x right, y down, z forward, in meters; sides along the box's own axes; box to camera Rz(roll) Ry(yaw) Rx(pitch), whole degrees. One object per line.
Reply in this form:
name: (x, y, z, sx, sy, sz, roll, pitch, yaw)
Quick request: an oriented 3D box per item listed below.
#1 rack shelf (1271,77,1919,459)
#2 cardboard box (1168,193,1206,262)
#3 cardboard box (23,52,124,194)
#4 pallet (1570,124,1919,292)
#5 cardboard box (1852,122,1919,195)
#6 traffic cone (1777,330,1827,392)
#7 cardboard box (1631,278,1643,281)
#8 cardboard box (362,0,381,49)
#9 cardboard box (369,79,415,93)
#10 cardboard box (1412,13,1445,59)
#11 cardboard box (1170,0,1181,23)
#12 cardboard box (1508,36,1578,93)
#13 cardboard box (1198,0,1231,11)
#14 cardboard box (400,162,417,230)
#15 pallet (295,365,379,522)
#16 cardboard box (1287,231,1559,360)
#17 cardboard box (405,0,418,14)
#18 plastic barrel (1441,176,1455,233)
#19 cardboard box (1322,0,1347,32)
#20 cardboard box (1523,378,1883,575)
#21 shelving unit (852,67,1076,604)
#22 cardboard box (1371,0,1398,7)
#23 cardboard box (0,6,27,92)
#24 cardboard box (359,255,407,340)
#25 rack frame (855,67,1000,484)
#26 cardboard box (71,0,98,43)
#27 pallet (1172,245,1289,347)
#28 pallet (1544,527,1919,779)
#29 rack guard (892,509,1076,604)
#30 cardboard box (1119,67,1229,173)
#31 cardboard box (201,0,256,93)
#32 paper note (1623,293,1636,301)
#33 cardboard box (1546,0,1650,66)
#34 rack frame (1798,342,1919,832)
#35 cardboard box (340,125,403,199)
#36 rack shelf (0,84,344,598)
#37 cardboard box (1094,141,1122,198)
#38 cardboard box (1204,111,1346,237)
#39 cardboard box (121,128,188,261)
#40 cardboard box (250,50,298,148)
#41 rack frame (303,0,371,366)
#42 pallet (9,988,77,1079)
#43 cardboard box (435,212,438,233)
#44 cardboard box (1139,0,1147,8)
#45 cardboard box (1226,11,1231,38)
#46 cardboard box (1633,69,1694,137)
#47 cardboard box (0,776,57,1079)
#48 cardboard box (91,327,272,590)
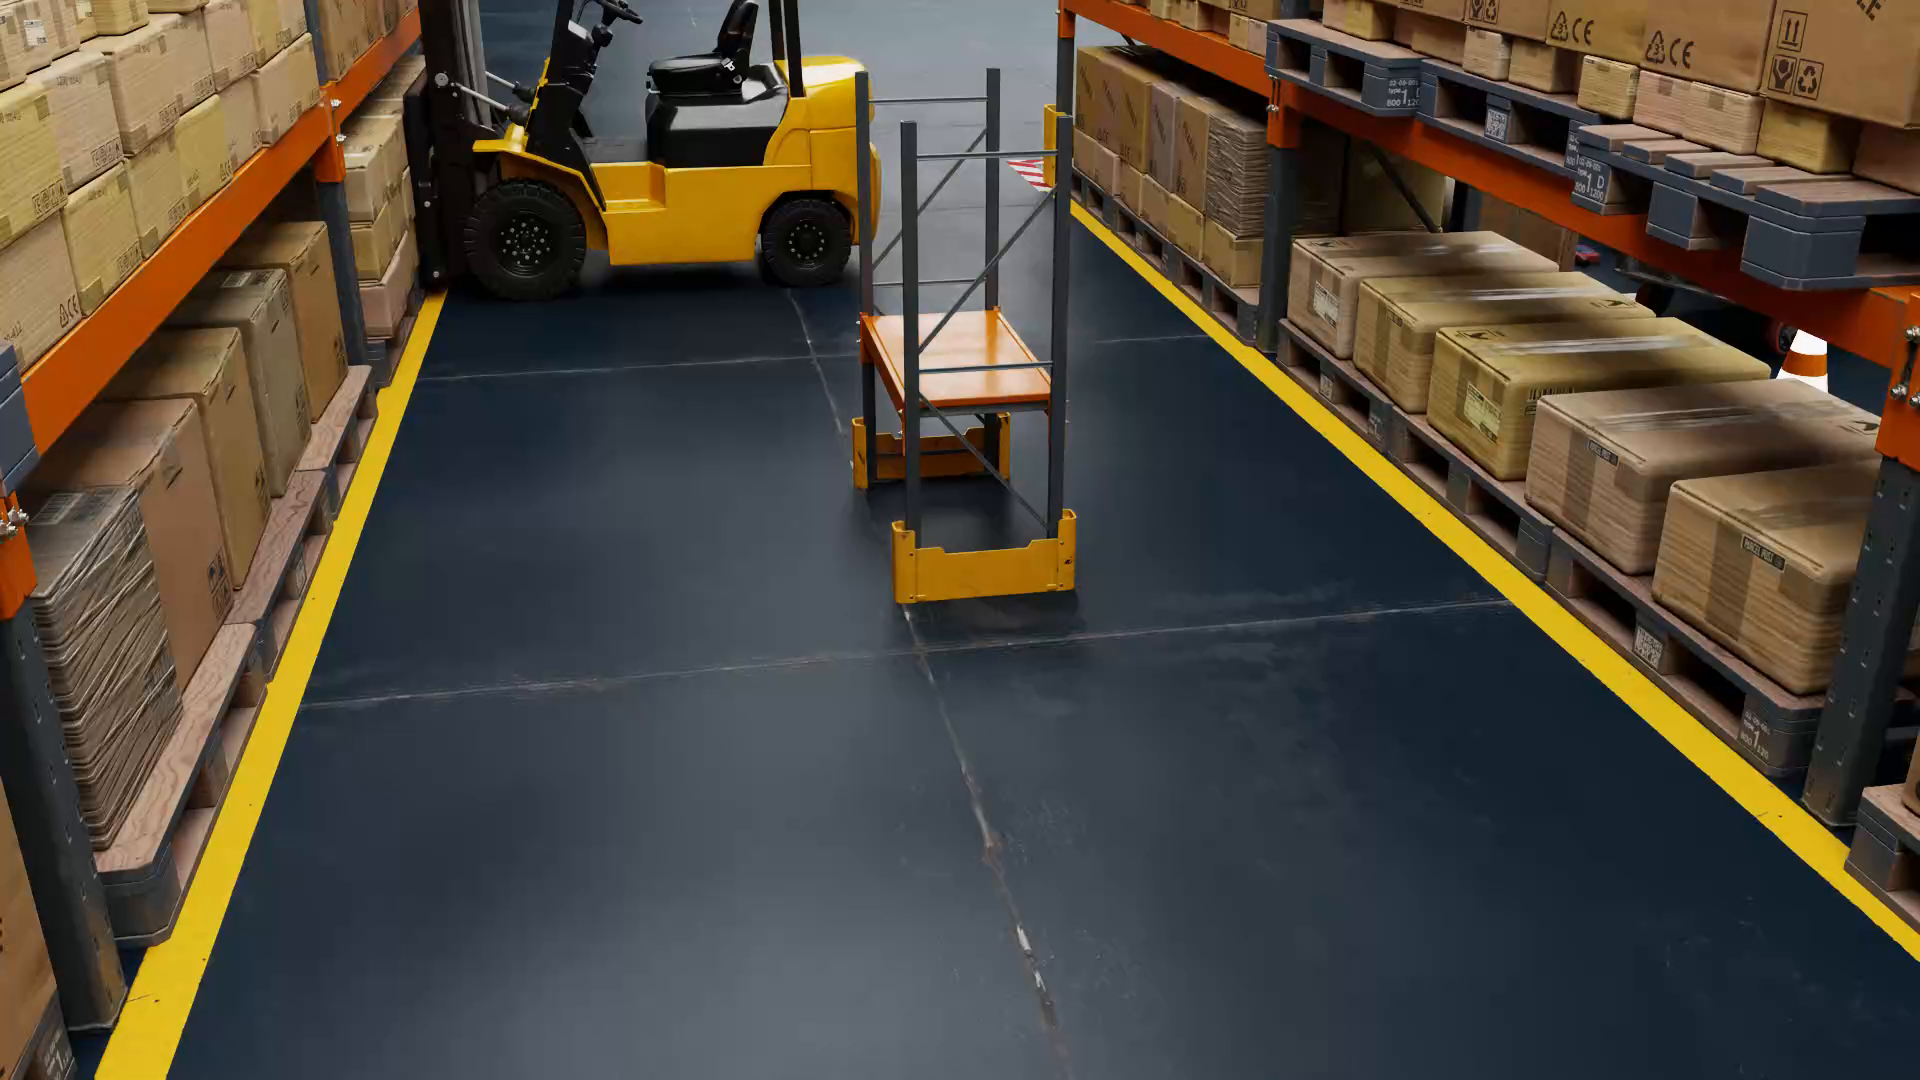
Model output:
rack shelf: (2.259, -1.174, 5.589, 1.077, 0.370, 4.000, -4, 24, -10)
cardboard box: (1.407, -1.644, 8.677, 0.500, 0.250, 0.500, -5, 24, -11)
cardboard box: (-2.182, -0.898, 3.621, 0.500, 0.250, 0.500, -4, 24, -8)
pallet: (2.392, -0.901, 4.306, 1.213, 0.211, 1.003, -4, 24, -10)
cardboard box: (2.337, -0.906, 3.865, 0.380, 0.149, 0.250, -3, 24, -8)
traffic cone: (3.494, -0.744, 6.874, 0.336, 0.463, 0.334, -4, 24, -10)
cardboard box: (3.847, -1.517, 8.891, 0.396, 0.266, 0.258, 18, 29, 36)
cardboard box: (-3.021, -2.564, 7.747, 0.500, 0.500, 0.500, -5, 24, -10)
cardboard box: (-3.133, -2.329, 8.997, 0.500, 0.250, 0.500, -4, 24, -9)
cardboard box: (1.852, -1.818, 5.953, 0.380, 0.149, 0.250, -4, 24, -9)
cardboard box: (1.321, -2.781, 8.684, 0.380, 0.149, 0.250, -5, 24, -11)
cardboard box: (1.972, -1.509, 5.247, 0.380, 0.149, 0.250, -5, 24, -11)
cardboard box: (1.460, -2.831, 7.987, 0.500, 0.500, 0.500, -4, 24, -8)
cardboard box: (-2.951, -1.692, 8.164, 0.500, 0.250, 0.500, -5, 24, -10)
pallet: (-2.814, -0.357, 6.303, 1.003, 0.211, 1.213, -4, 24, -10)
cardboard box: (1.988, -1.072, 7.216, 0.950, 0.372, 0.625, -4, 24, -9)
cardboard box: (-3.292, -3.162, 9.116, 0.500, 0.500, 0.500, -4, 24, -8)
plastic barrel: (3.019, -1.983, 9.760, 0.512, 0.421, 0.421, 13, 27, 27)
cardboard box: (1.681, -2.127, 6.661, 0.380, 0.149, 0.250, -4, 24, -9)
cardboard box: (2.389, -0.218, 5.259, 0.950, 0.372, 0.625, -5, 24, -11)
shelving unit: (-0.014, -0.717, 5.518, 0.587, 1.500, 1.083, -4, 24, -10)
cardboard box: (1.787, -2.262, 6.161, 0.500, 0.500, 0.500, -4, 24, -10)
cardboard box: (-2.069, -0.943, 3.226, 0.380, 0.149, 0.250, -4, 24, -9)
cardboard box: (-2.753, -1.069, 7.360, 0.500, 0.250, 0.500, -4, 24, -9)
rack frame: (-0.110, -0.921, 5.984, 0.500, 1.500, 0.032, -4, 24, -10)
cardboard box: (-2.278, -1.241, 3.908, 0.380, 0.149, 0.250, -4, 24, -9)
pallet: (1.730, -1.274, 8.403, 1.003, 0.211, 1.213, -4, 24, -10)
pallet: (2.485, 0.254, 4.906, 1.003, 0.211, 1.213, -4, 24, -10)
rack guard: (0.078, 0.051, 5.320, 0.587, 0.250, 0.087, -4, 24, -10)
cardboard box: (1.217, -2.389, 9.447, 0.500, 0.500, 0.500, -4, 24, -9)
cardboard box: (-2.455, -1.504, 5.009, 0.500, 0.250, 0.500, -4, 24, -9)
paper note: (3.468, -1.264, 8.607, 0.148, 0.019, 0.142, -4, 24, -10)
cardboard box: (2.070, -1.651, 4.760, 0.500, 0.500, 0.500, -6, 24, -13)
rack frame: (2.629, -0.717, 3.644, 1.000, 3.000, 0.127, -4, 24, -10)
cardboard box: (-2.854, -1.727, 7.619, 0.500, 0.250, 0.500, -4, 24, -10)
rack shelf: (-2.619, -0.805, 4.744, 1.077, 0.370, 4.000, -4, 24, -10)
cardboard box: (1.114, -2.257, 10.080, 0.500, 0.250, 0.500, -3, 24, -8)
cardboard box: (1.516, -1.779, 8.050, 0.500, 0.500, 0.500, -5, 24, -10)
cardboard box: (-2.281, -0.872, 4.187, 0.500, 0.250, 0.500, -5, 24, -11)
cardboard box: (-2.540, -1.476, 5.570, 0.500, 0.250, 0.500, -4, 24, -10)
rack frame: (-2.989, -1.921, 6.401, 1.000, 3.000, 0.127, -4, 24, -10)
pallet: (-2.148, 1.226, 2.678, 1.003, 0.211, 1.213, -4, 24, -10)
cardboard box: (-3.046, -1.669, 8.735, 0.500, 0.250, 0.500, -4, 24, -8)
cardboard box: (1.229, -3.089, 9.388, 0.380, 0.149, 0.250, -3, 24, -8)
cardboard box: (1.505, -2.485, 8.006, 0.380, 0.149, 0.250, -4, 24, -9)
cardboard box: (2.087, -1.201, 4.542, 0.380, 0.149, 0.250, -5, 24, -12)
cardboard box: (-1.959, 0.755, 2.871, 0.500, 0.500, 0.500, -4, 24, -8)
cardboard box: (-2.604, -0.220, 4.948, 0.875, 0.625, 0.625, -5, 24, -12)
